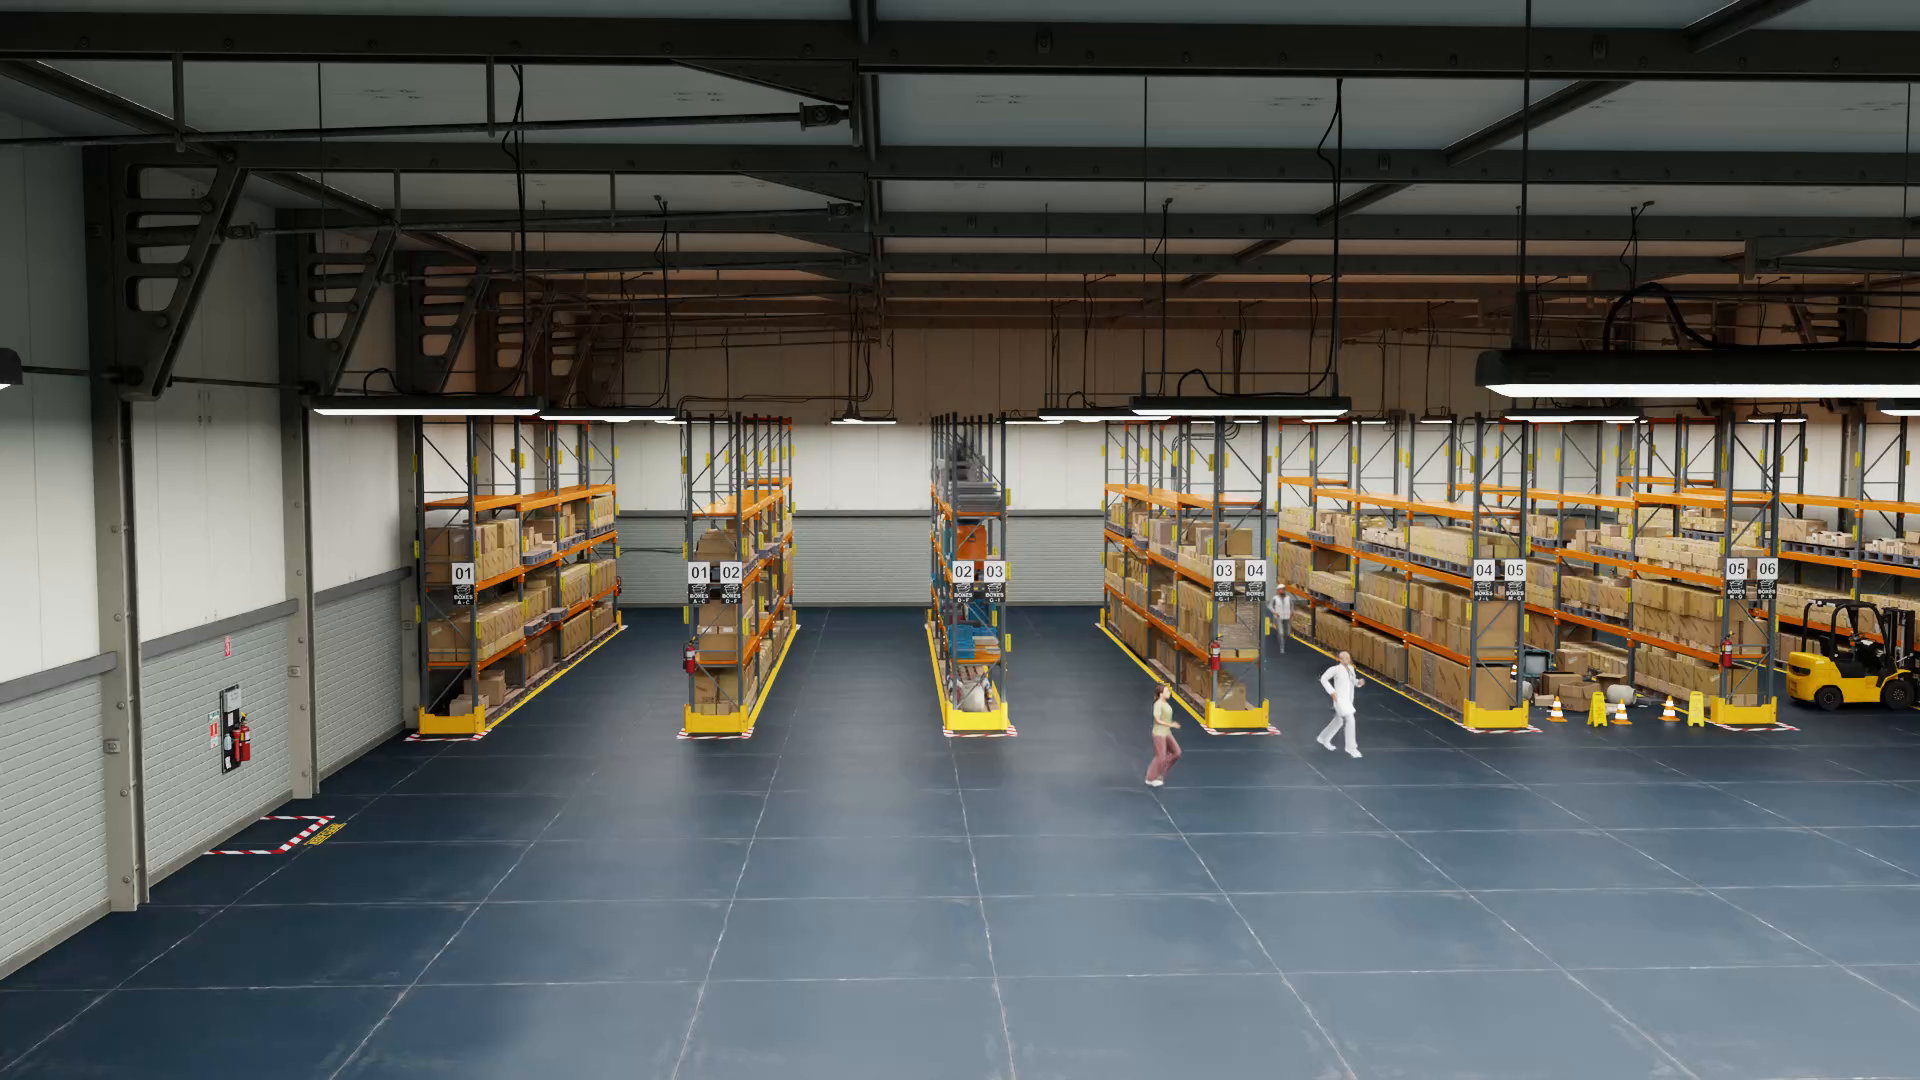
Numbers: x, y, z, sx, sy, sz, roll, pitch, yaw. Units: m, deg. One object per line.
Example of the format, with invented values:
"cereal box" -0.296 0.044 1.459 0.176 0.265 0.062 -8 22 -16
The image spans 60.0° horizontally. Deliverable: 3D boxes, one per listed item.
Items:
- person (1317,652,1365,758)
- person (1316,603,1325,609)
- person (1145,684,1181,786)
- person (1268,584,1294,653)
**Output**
"person" 6.682 2.856 29.096 0.924 1.836 0.674 3 5 40
"person" 10.596 1.548 49.129 0.542 1.666 0.598 0 4 1
"person" 3.238 3.095 26.385 0.604 1.642 0.596 2 4 26
"person" 8.196 1.988 42.420 0.688 1.733 0.624 0 4 -7
